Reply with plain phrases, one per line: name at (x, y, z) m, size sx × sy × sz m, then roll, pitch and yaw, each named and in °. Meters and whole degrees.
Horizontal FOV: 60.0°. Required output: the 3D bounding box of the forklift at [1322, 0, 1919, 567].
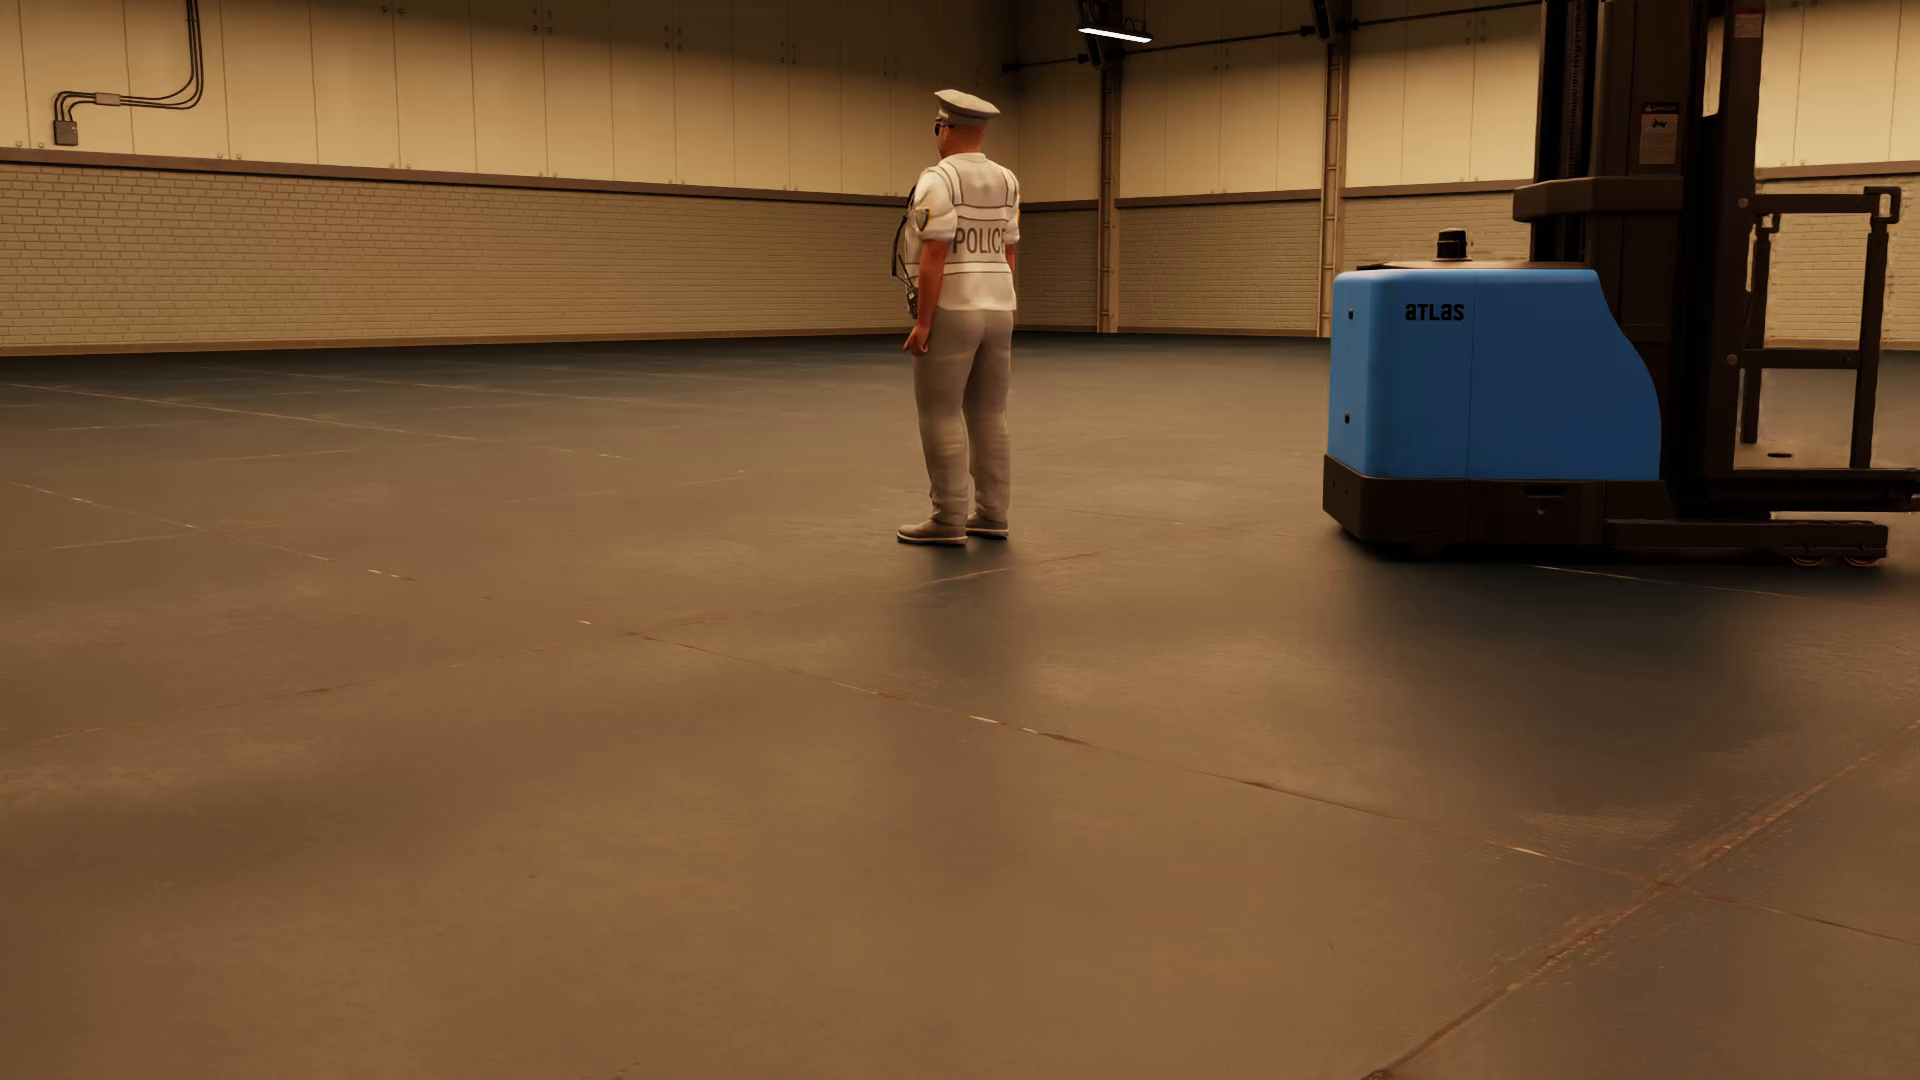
forklift at (3.036, -1.432, 6.385) m, size 3.031 × 2.935 × 1.130 m, roll 0°, pitch 9°, yaw 3°

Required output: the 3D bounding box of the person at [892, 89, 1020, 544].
person at (-0.008, -0.876, 6.585) m, size 0.407 × 1.776 × 0.526 m, roll 8°, pitch 12°, yaw 43°
